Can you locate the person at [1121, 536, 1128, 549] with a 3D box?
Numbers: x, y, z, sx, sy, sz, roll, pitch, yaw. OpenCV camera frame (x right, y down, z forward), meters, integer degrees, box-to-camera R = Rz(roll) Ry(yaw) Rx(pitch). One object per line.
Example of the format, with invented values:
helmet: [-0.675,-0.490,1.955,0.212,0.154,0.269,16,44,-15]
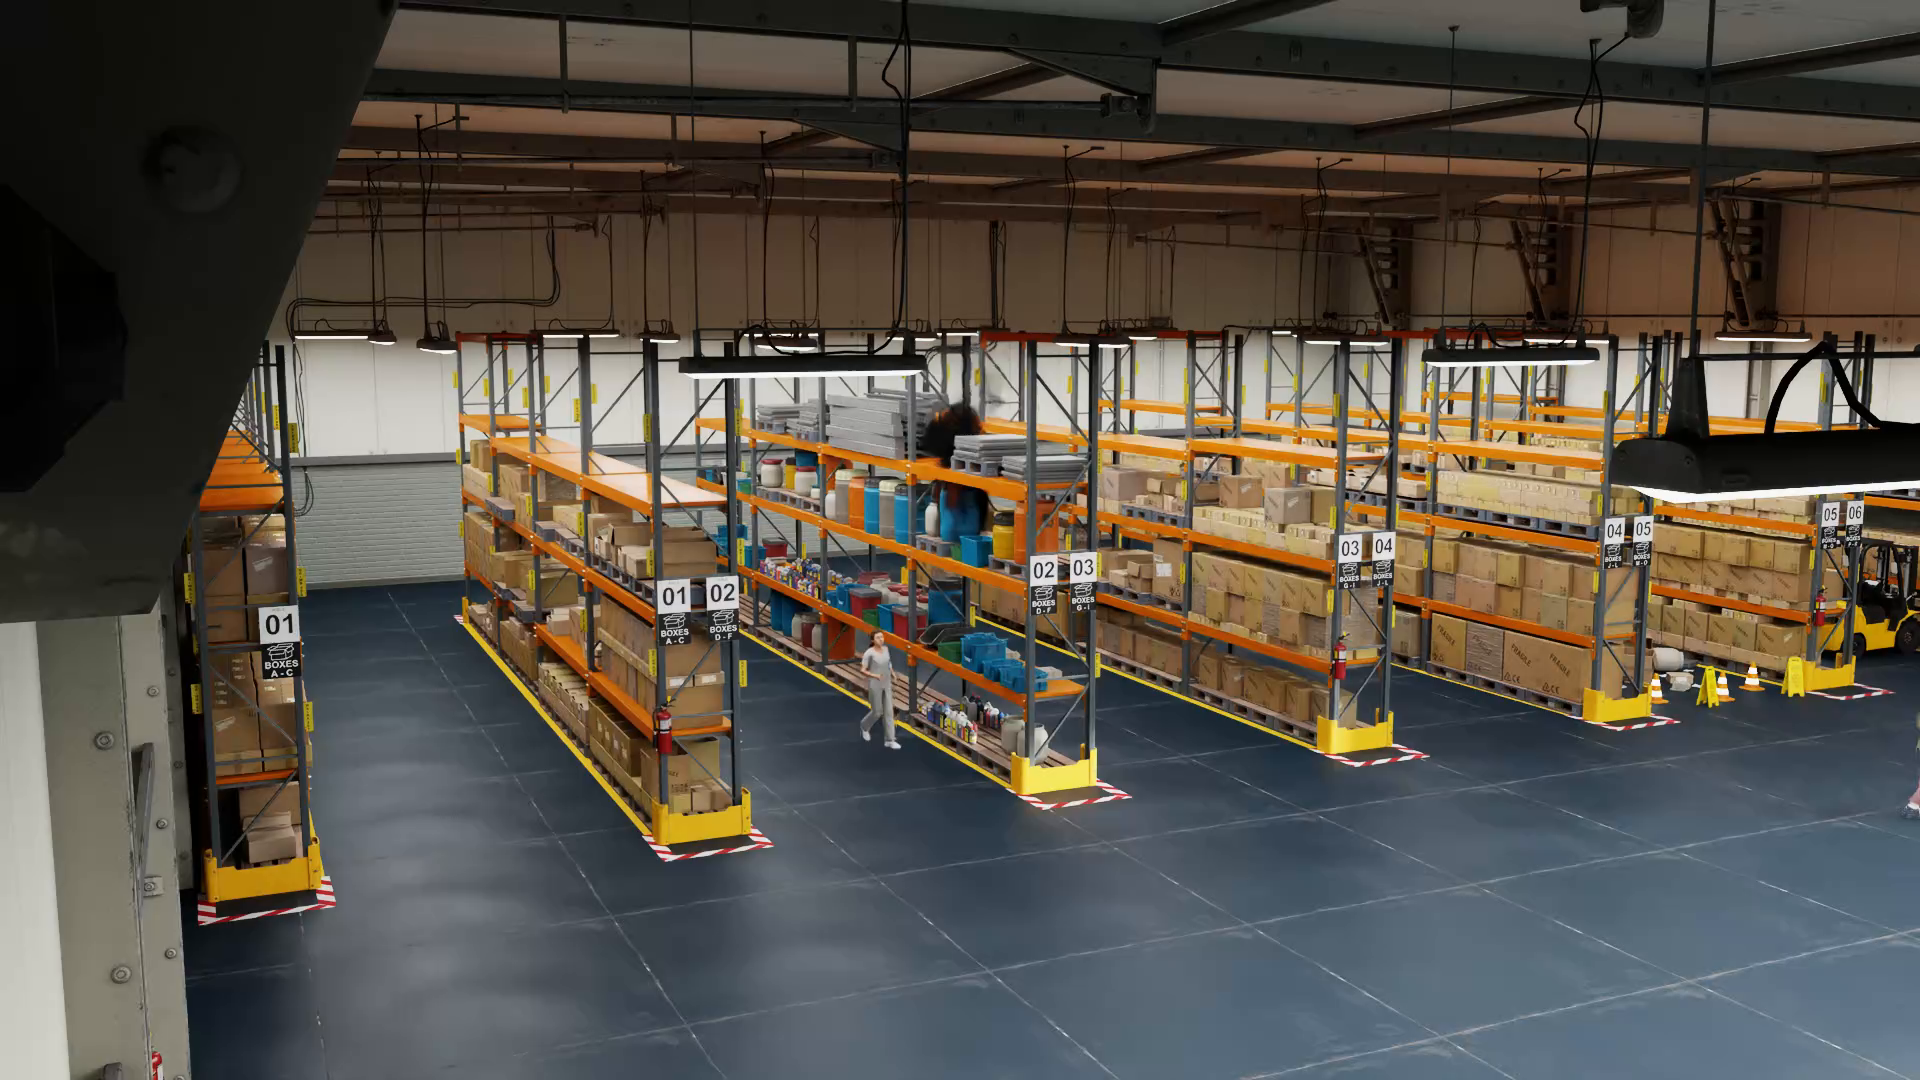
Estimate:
person: [4.146,-0.147,42.317,0.571,1.563,0.529,-4,9,-25]

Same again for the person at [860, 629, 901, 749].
person: [-1.104,2.071,23.378,0.584,1.639,0.884,-6,10,-36]

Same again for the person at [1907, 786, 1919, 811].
person: [12.371,2.697,20.891,0.747,1.729,0.550,1,8,4]
